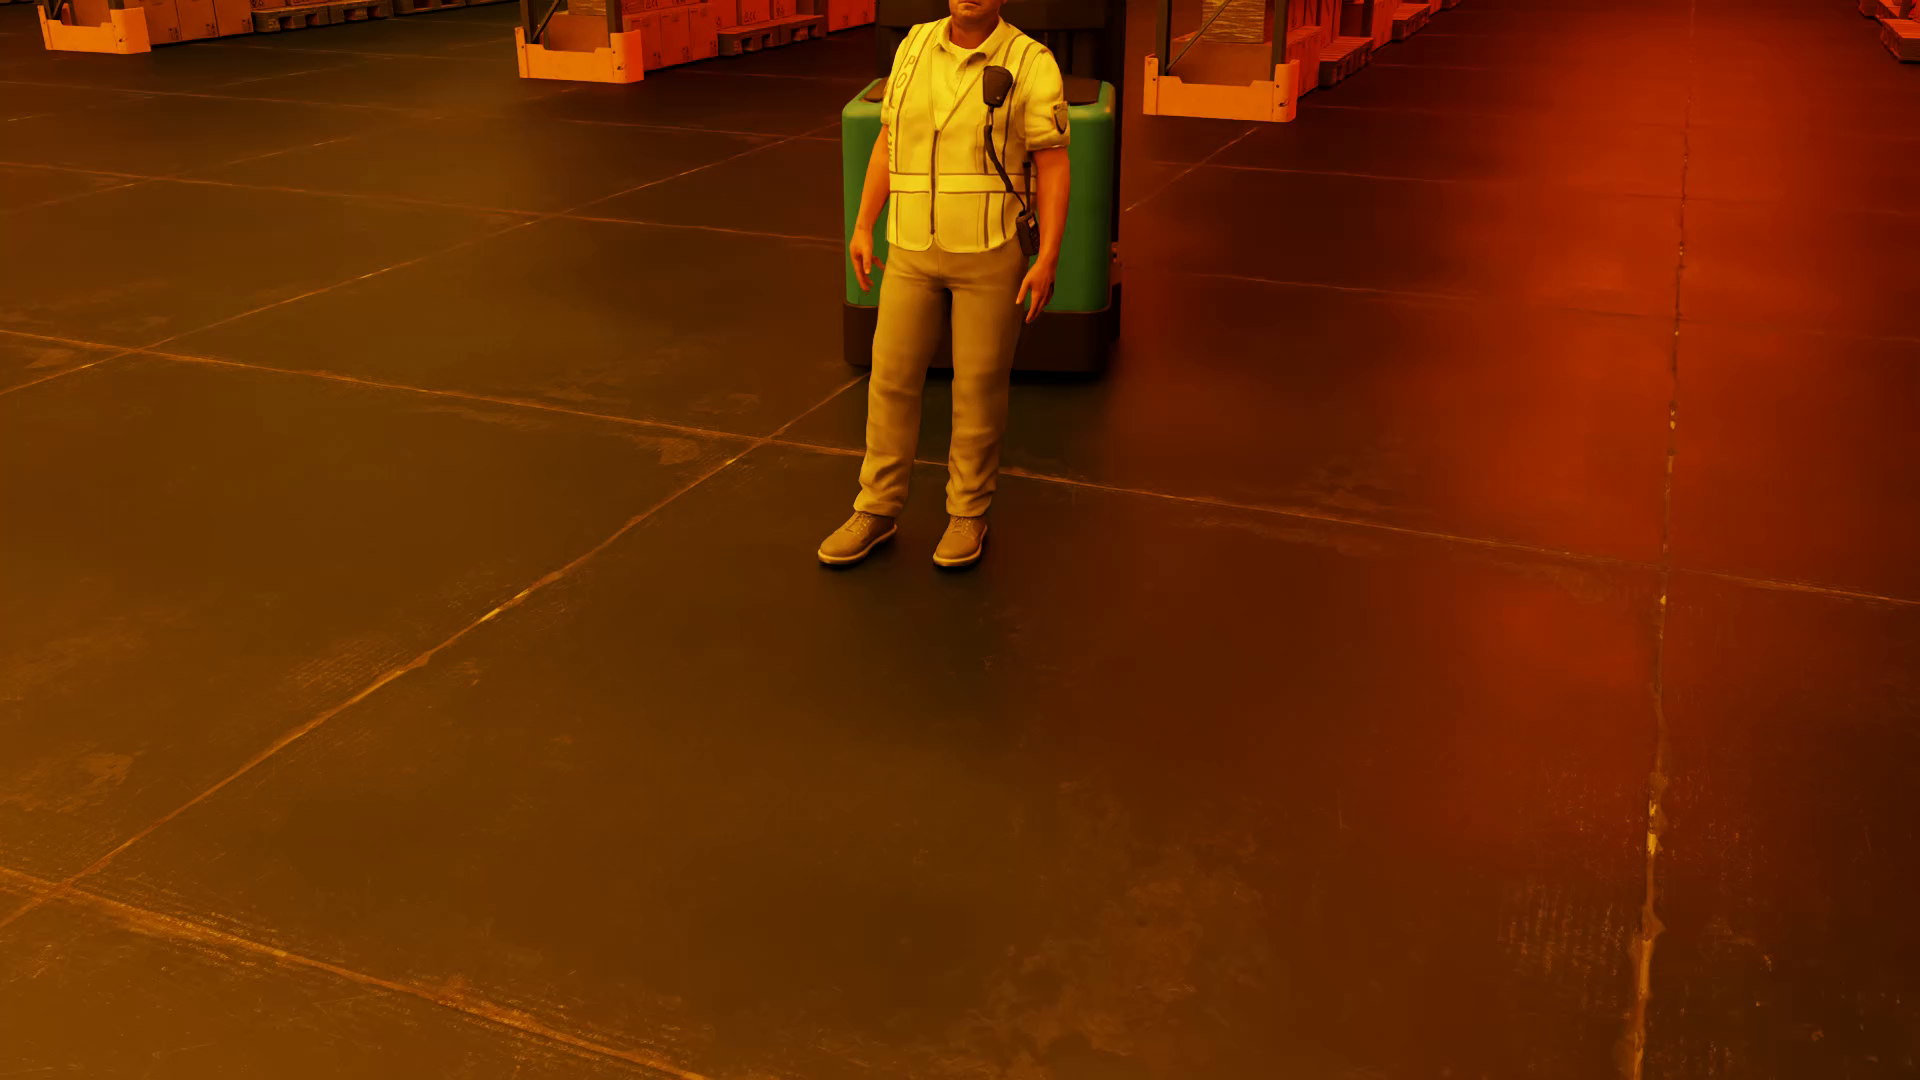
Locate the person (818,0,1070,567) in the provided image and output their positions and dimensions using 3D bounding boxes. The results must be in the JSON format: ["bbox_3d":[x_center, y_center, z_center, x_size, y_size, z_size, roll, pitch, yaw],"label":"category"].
[{"bbox_3d":[-0.040,-0.802,4.684,0.641,1.779,0.574,9,24,21],"label":"person"}]

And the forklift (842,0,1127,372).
[{"bbox_3d":[0.200,-2.534,7.356,1.130,2.935,3.031,2,23,5],"label":"forklift"}]
